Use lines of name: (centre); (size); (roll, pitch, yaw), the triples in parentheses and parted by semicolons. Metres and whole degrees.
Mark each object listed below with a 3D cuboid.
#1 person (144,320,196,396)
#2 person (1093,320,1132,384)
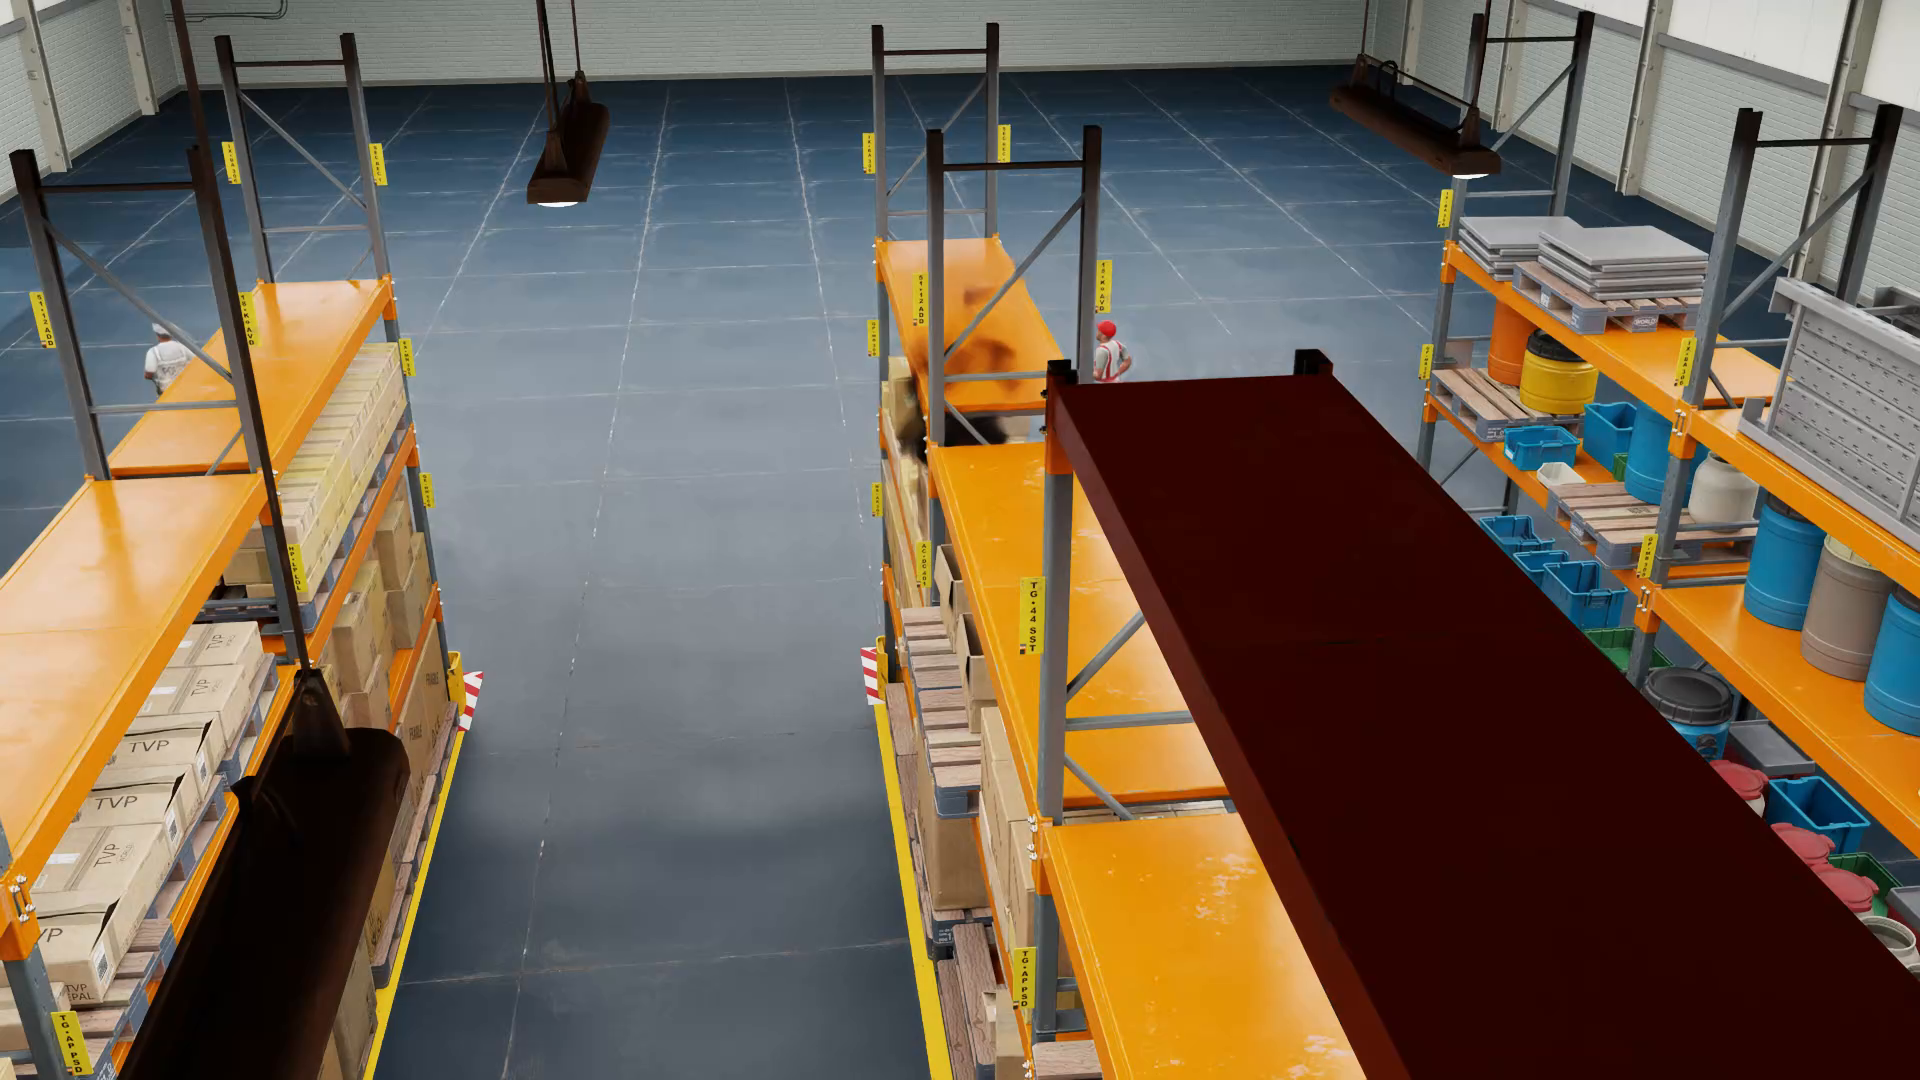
person: (-9.499, -1.762, 20.187); (0.802, 1.853, 0.643); (18, 31, 32)
person: (1.776, -1.777, 20.094); (0.900, 1.796, 0.641); (11, 28, 22)
